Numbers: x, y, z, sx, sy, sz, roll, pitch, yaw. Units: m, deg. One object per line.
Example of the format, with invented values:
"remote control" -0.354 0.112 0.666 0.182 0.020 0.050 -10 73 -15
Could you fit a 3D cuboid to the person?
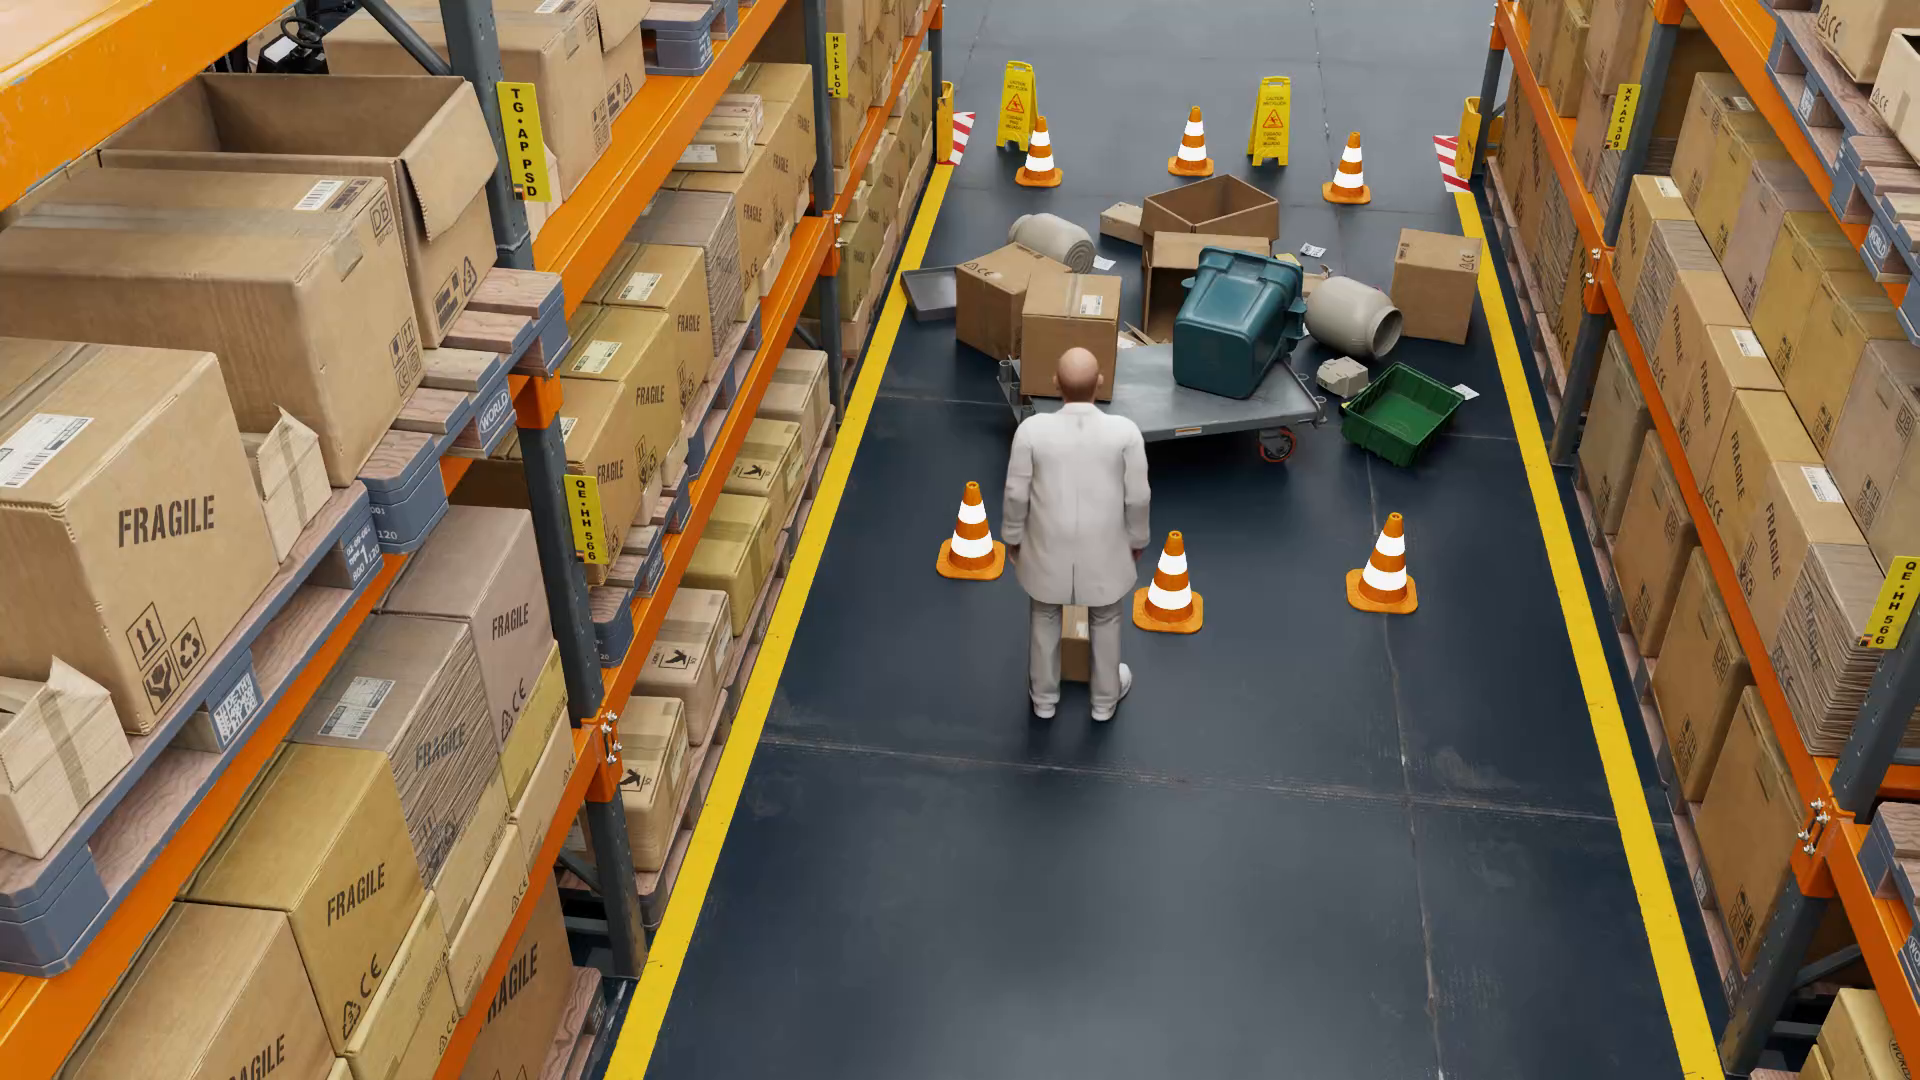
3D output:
"person" 0.488 0.001 7.054 0.635 1.773 0.427 3 36 4
